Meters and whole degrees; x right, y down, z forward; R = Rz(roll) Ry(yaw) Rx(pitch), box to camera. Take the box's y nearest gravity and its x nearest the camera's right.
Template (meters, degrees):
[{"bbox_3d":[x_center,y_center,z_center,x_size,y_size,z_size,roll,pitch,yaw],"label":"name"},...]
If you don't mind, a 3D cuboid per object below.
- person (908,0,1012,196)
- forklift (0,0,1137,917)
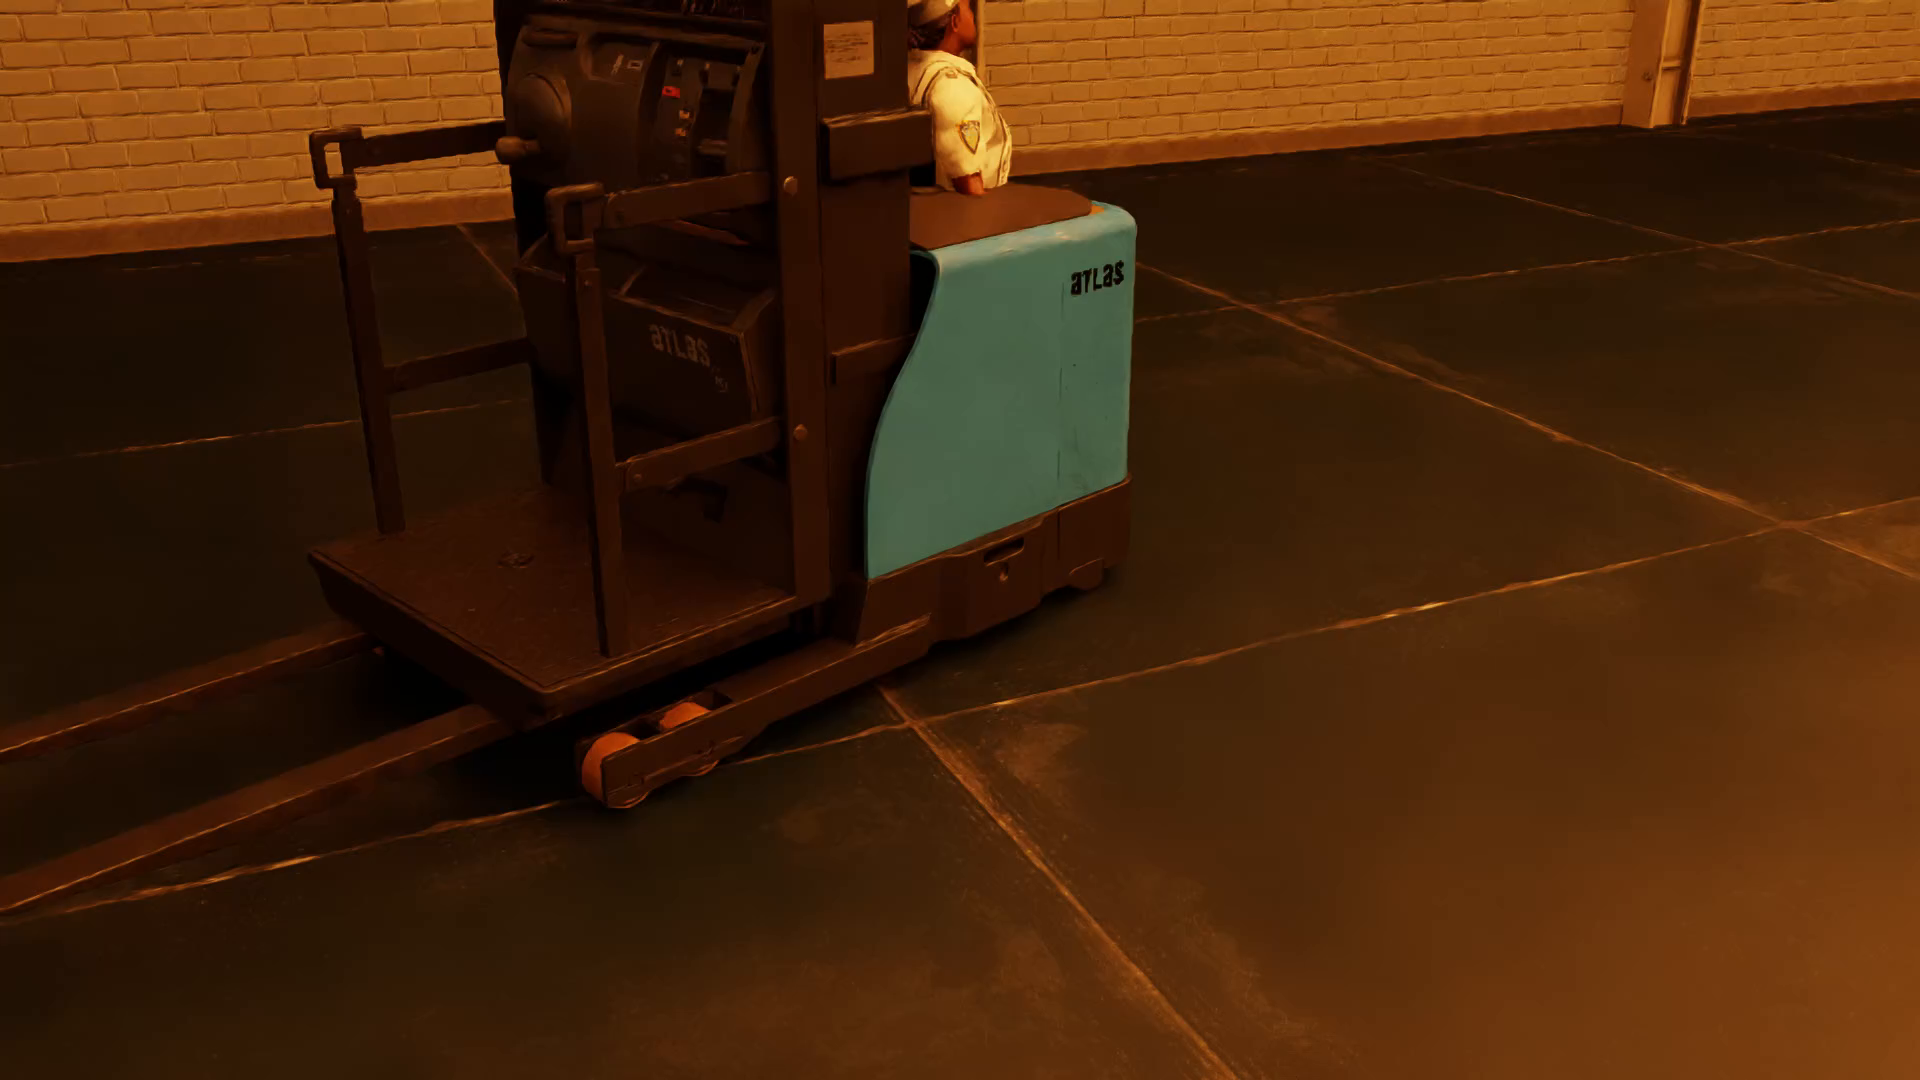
[{"bbox_3d":[0.077,-0.795,4.792,0.558,1.695,0.570,-10,25,-23],"label":"person"},{"bbox_3d":[-0.906,-0.982,3.651,1.130,2.935,3.031,21,30,41],"label":"forklift"}]
